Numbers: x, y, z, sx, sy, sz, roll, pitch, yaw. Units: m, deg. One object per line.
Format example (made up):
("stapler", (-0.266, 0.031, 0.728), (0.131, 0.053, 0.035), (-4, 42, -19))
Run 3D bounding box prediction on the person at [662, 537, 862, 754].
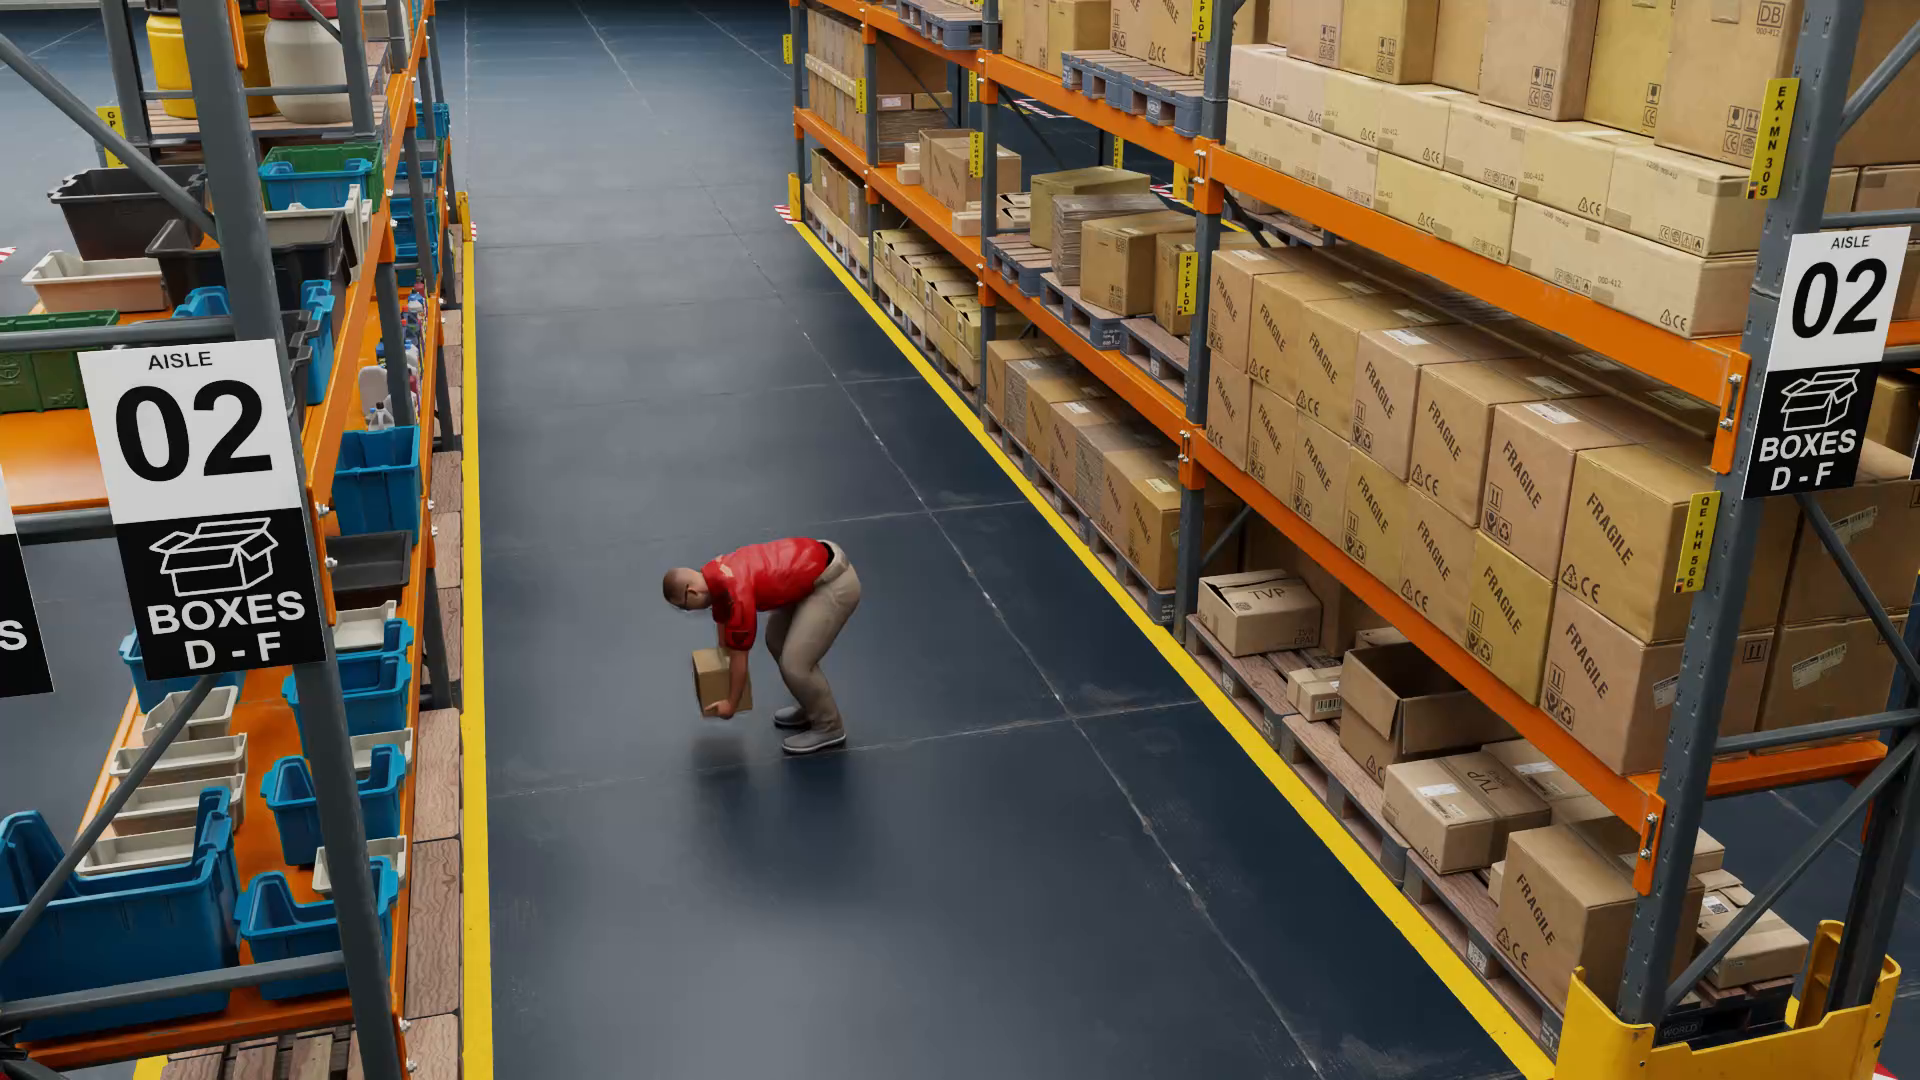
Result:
("person", (-0.967, 0.525, 8.247), (0.963, 1.049, 0.508), (-7, 24, -16))
